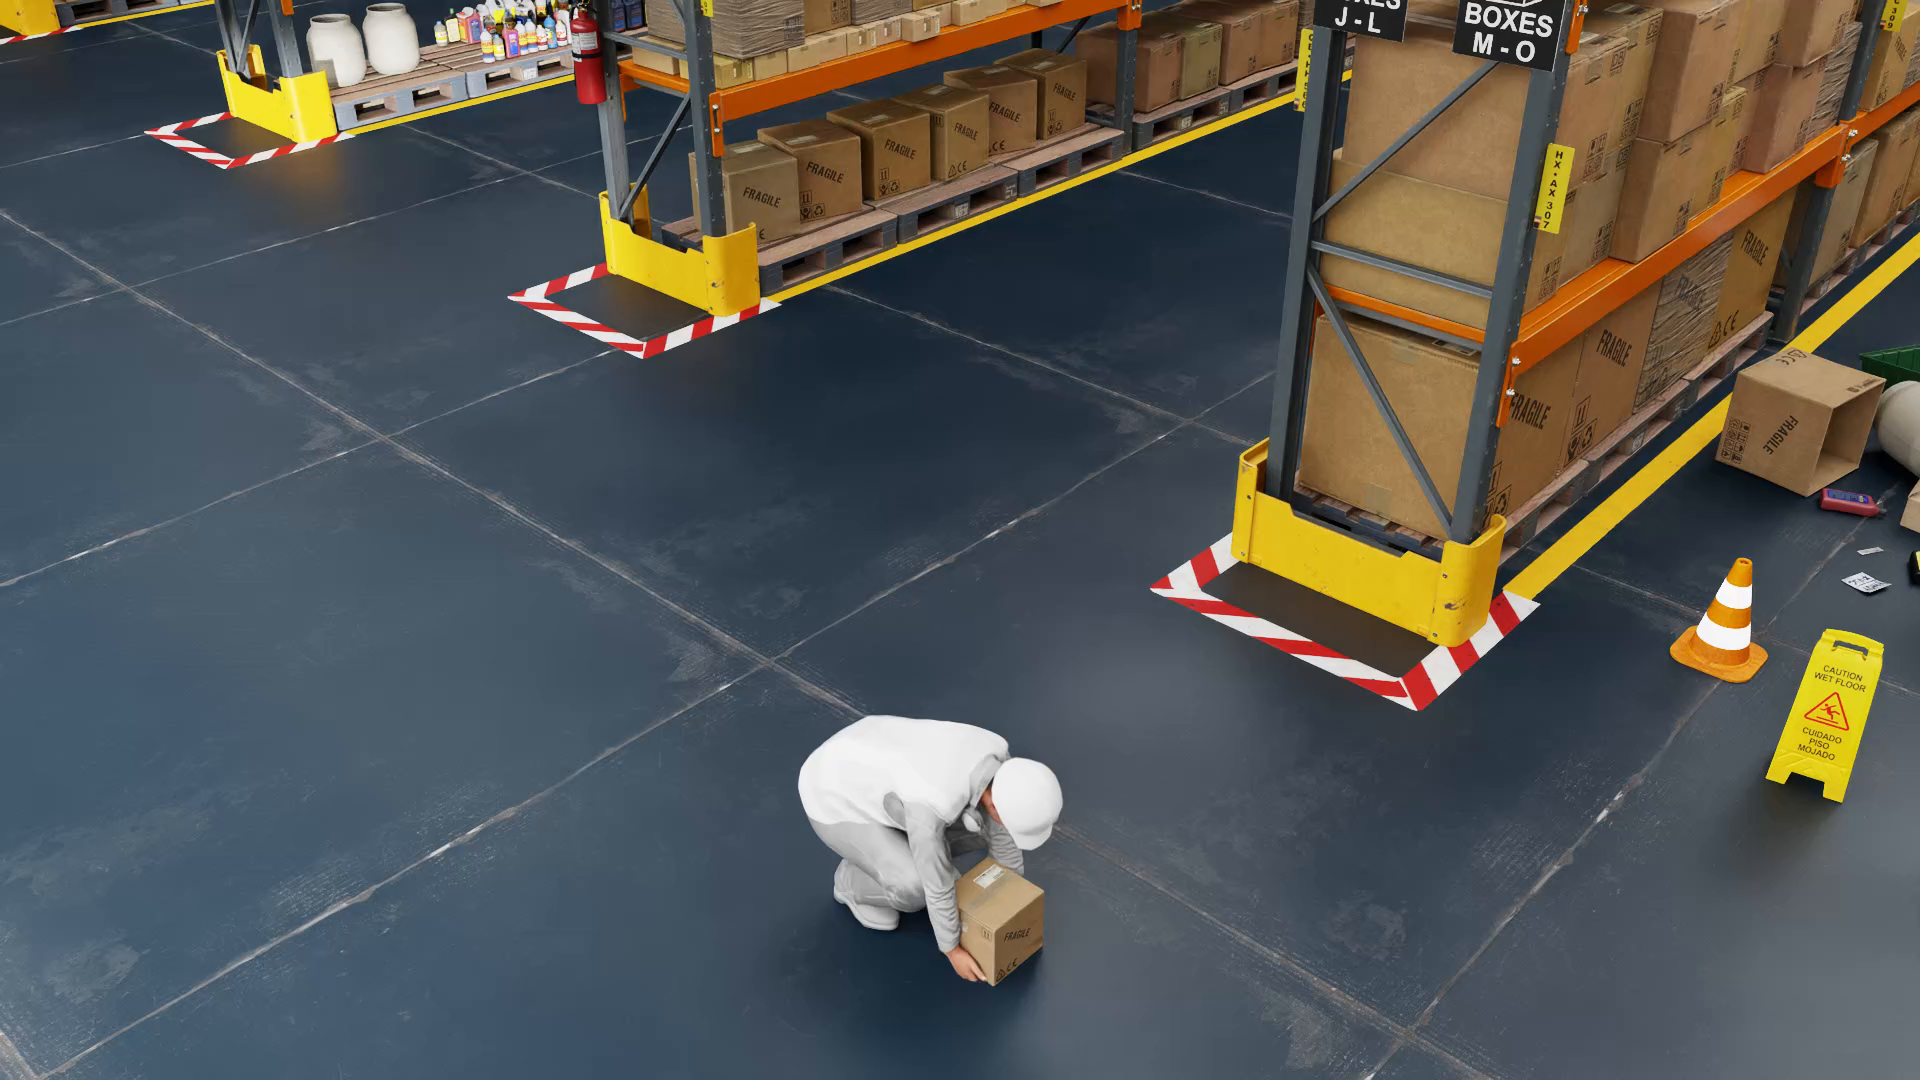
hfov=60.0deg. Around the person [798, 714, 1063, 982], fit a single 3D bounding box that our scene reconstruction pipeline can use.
[{"bbox_3d":[-0.092,0.974,5.527,0.954,0.872,0.519,25,39,35],"label":"person"}]
